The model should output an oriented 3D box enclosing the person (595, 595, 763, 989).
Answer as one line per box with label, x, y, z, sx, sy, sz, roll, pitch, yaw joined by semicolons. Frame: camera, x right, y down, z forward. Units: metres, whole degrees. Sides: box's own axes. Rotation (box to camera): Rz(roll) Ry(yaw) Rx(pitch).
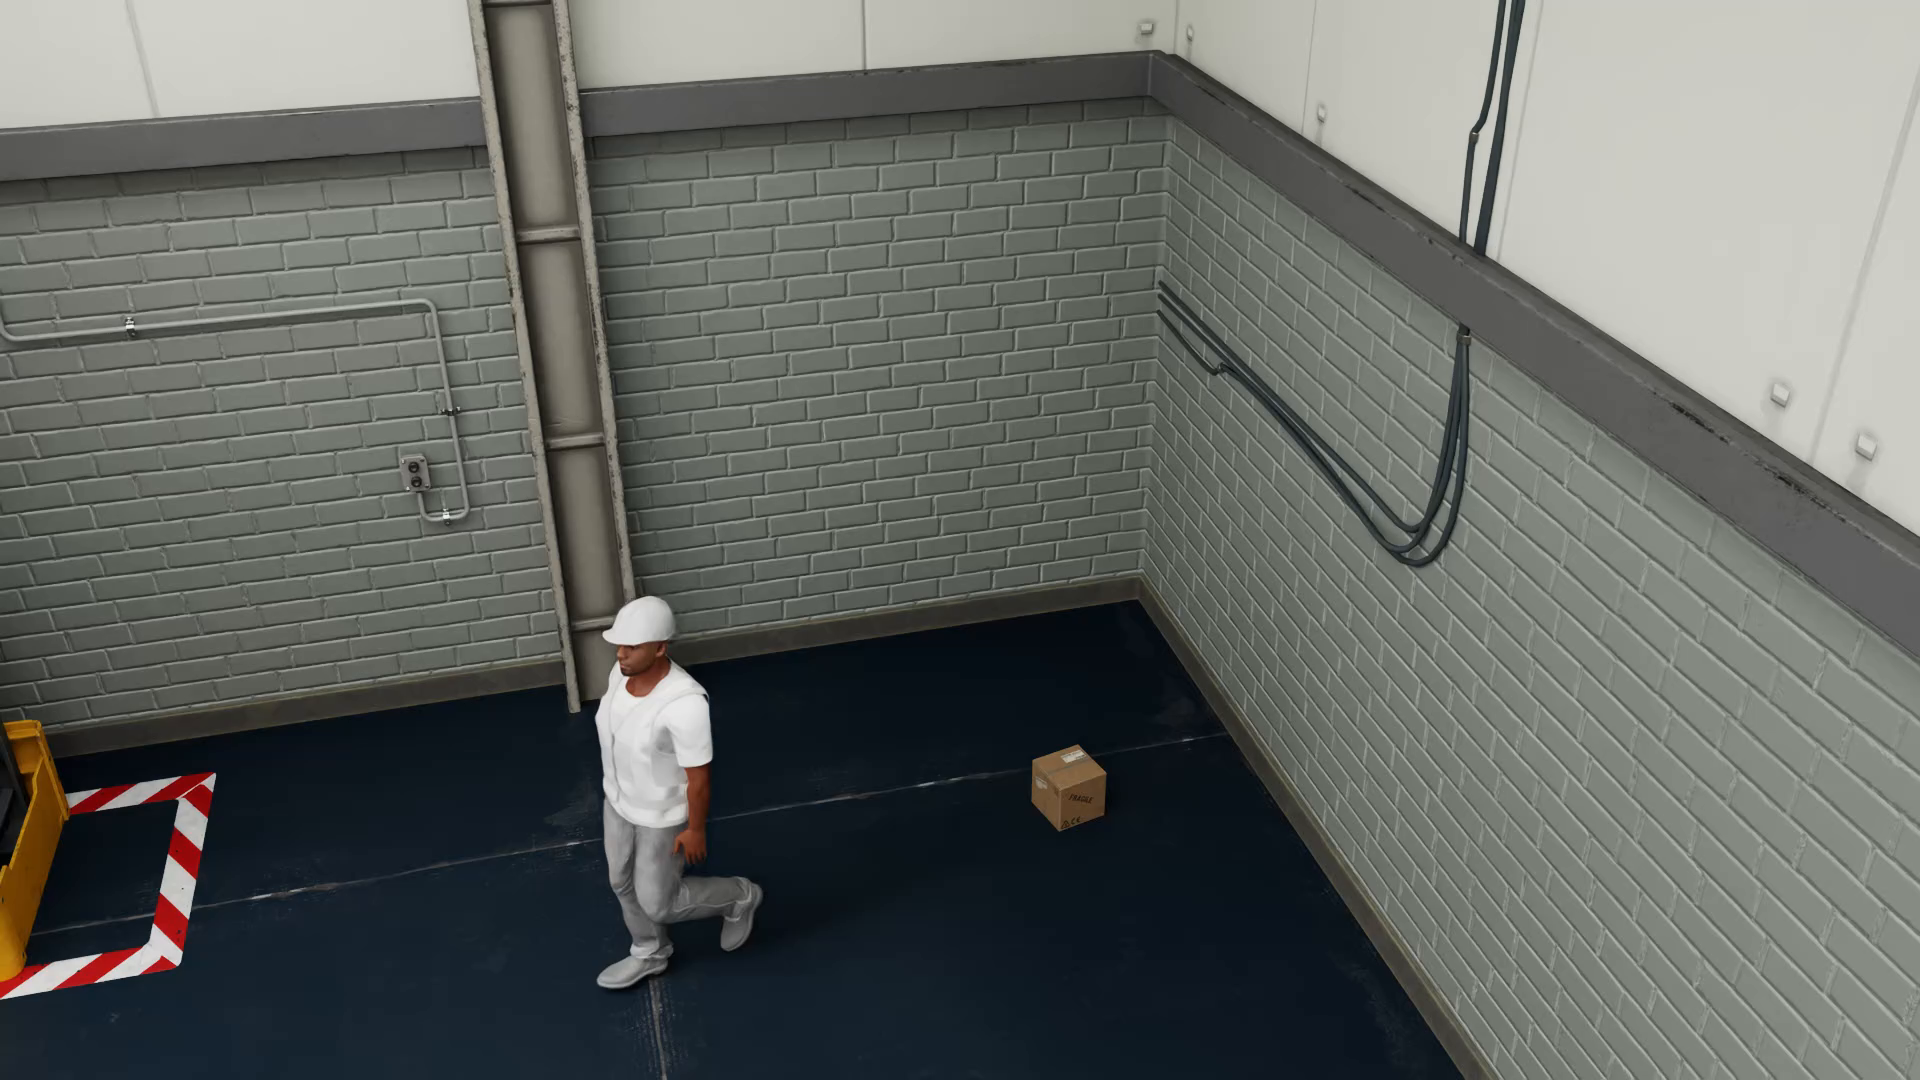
person;-1.161;0.997;6.466;0.679;1.748;0.588;-24;38;-35
